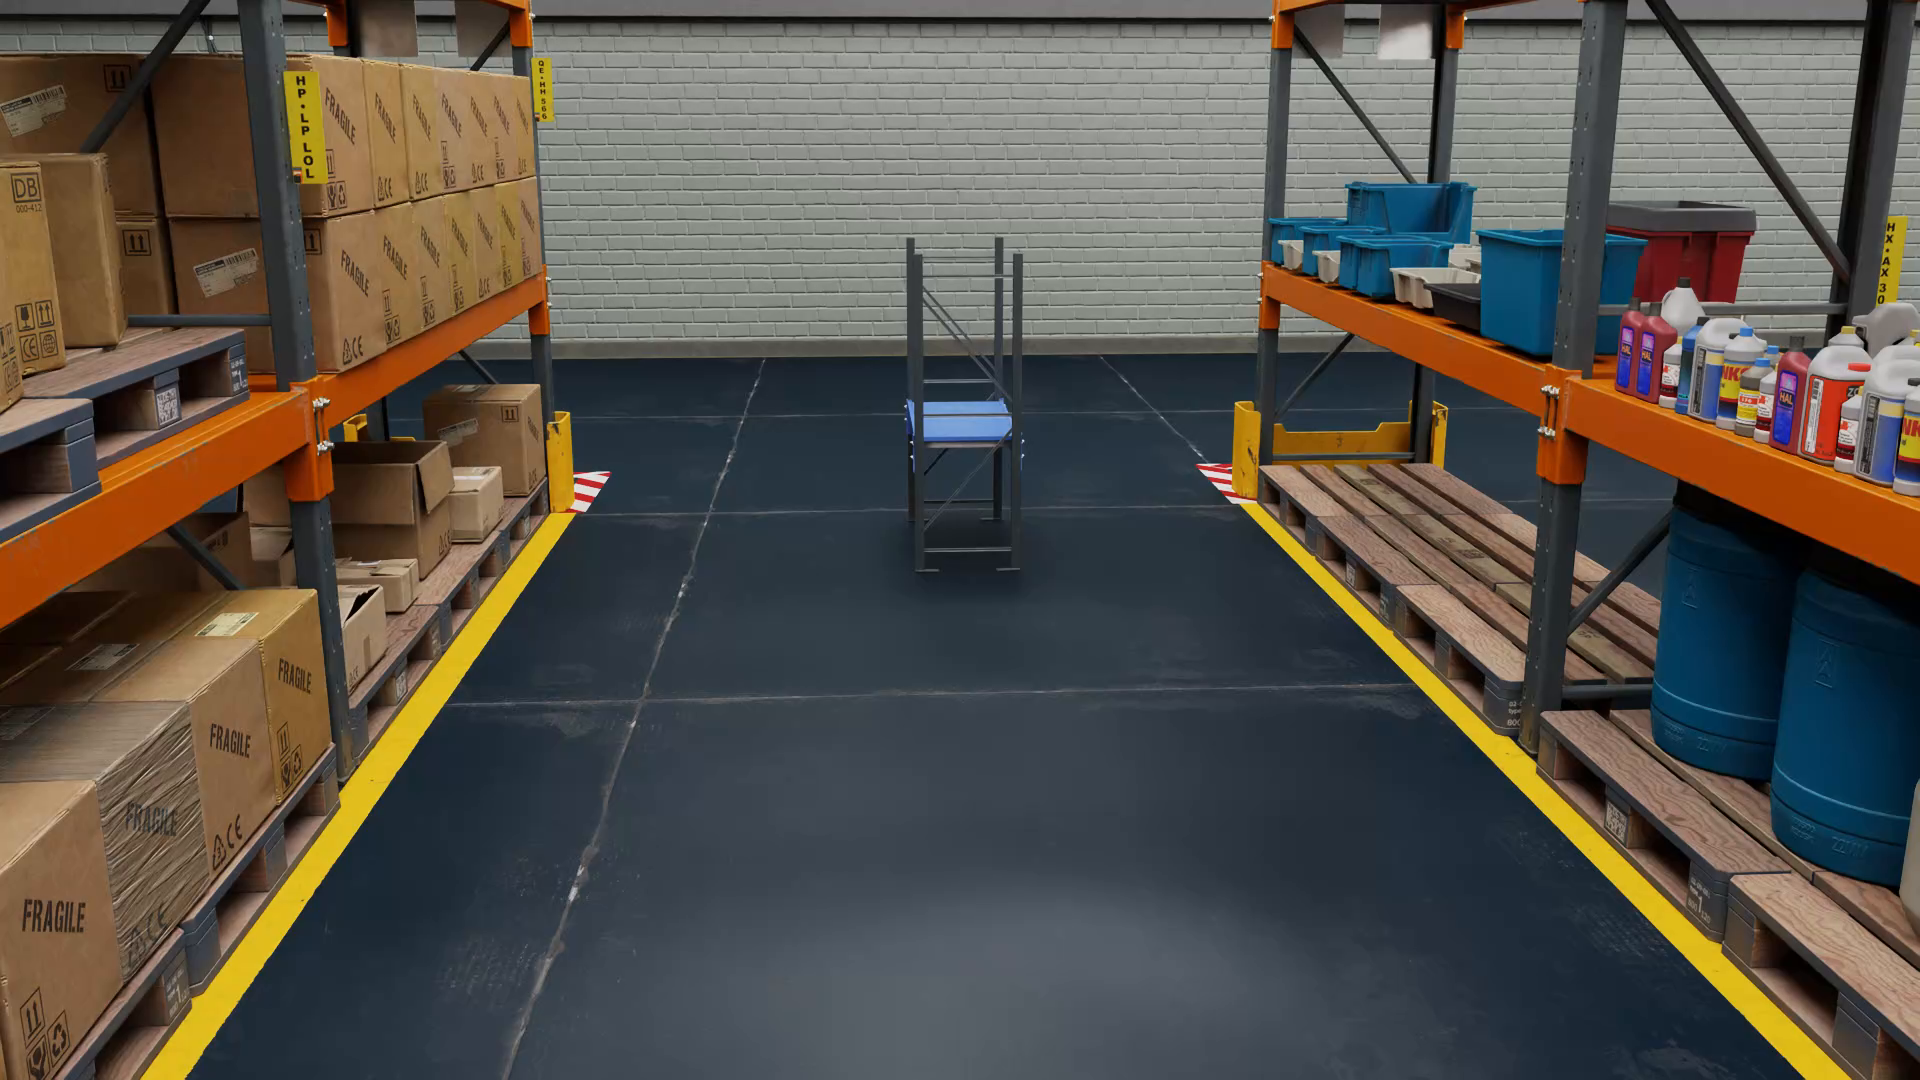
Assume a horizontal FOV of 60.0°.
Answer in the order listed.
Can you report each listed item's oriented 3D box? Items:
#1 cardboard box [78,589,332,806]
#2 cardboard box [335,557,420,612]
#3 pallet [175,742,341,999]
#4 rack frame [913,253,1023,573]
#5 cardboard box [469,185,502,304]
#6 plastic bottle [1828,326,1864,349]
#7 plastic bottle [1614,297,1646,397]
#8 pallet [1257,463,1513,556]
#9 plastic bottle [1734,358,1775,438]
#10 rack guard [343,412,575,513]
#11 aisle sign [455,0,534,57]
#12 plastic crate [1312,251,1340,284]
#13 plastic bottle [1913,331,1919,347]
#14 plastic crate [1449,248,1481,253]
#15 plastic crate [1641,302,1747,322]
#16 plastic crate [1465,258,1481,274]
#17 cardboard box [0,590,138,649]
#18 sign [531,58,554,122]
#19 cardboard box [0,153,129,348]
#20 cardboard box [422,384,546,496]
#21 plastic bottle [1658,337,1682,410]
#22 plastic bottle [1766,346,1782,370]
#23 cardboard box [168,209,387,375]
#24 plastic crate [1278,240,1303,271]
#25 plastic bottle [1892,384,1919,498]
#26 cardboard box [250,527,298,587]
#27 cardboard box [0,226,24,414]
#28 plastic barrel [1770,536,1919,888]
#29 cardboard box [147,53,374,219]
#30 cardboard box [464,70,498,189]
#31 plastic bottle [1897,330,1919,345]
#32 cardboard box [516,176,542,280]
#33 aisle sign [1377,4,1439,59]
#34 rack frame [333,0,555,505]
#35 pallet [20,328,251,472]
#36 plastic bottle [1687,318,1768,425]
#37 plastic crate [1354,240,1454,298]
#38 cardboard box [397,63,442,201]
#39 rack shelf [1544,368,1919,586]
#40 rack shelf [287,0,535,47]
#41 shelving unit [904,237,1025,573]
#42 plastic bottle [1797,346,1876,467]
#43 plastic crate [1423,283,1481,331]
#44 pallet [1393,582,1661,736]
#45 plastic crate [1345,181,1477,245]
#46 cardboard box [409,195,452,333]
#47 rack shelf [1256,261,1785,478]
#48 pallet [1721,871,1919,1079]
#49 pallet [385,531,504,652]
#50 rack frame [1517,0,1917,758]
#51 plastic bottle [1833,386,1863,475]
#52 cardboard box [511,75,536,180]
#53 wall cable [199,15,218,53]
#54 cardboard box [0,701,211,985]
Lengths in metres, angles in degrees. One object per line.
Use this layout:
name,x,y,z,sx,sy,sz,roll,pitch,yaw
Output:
cardboard box,-2.190,0.455,4.871,0.500,0.500,0.500,-1,14,-4
cardboard box,-2.381,0.176,6.627,0.380,0.166,0.250,-1,14,-3
pallet,-2.419,0.892,4.638,1.003,0.211,1.213,-1,14,-3
rack frame,0.037,-0.579,7.766,0.500,1.500,0.032,-1,14,-3
cardboard box,-2.394,-1.344,7.528,0.500,0.500,0.500,-1,14,-3
plastic bottle,2.661,-0.540,5.006,0.097,0.201,0.097,0,14,0
plastic bottle,2.034,-0.582,5.002,0.061,0.283,0.133,-1,14,-3
pallet,2.202,-0.175,8.782,1.003,0.211,1.213,-1,14,-3
plastic bottle,2.094,-0.374,4.361,0.097,0.201,0.097,0,14,0
rack guard,-2.750,-0.426,9.179,1.175,0.500,0.348,-1,14,-3
aisle sign,-2.453,-2.936,8.701,0.394,0.787,0.004,-1,14,-3
plastic crate,1.855,-1.316,8.030,0.250,0.136,0.298,-1,14,-3
plastic bottle,2.677,-0.487,4.496,0.144,0.351,0.185,-1,14,-3
plastic crate,2.424,-1.360,8.201,0.396,0.136,0.243,-1,14,-3
plastic crate,2.551,-0.755,5.852,0.396,0.136,0.243,-1,14,-3
plastic crate,2.503,-1.218,7.648,0.298,0.136,0.250,-1,14,-3
cardboard box,-2.720,0.461,4.849,0.500,0.500,0.500,-2,15,-6
sign,-2.200,-2.373,8.771,0.100,0.325,0.005,-1,14,-3
cardboard box,-2.701,-0.791,4.538,0.700,0.500,0.500,-6,16,-22
cardboard box,-2.475,-0.527,8.686,0.500,0.500,0.500,-1,14,-3
plastic bottle,2.068,-0.481,4.773,0.097,0.201,0.097,0,14,0
plastic bottle,2.232,-0.435,4.594,0.097,0.201,0.097,0,14,0
cardboard box,-2.267,-0.840,5.571,0.500,0.500,0.500,-1,14,-2
plastic crate,1.813,-1.485,8.686,0.250,0.136,0.298,-1,14,-3
plastic bottle,2.137,-0.236,3.681,0.097,0.271,0.097,0,14,0
cardboard box,-2.872,0.105,6.613,0.500,0.311,0.500,-1,14,-3
cardboard box,-2.336,-0.474,3.305,0.700,0.500,0.500,-5,15,-18
plastic barrel,2.498,0.388,4.366,0.600,0.901,0.708,-1,14,-3
cardboard box,-2.255,-1.315,5.410,0.500,0.500,0.500,-1,14,-2
cardboard box,-2.384,-1.827,7.401,0.500,0.500,0.500,0,14,-2
plastic bottle,2.819,-0.519,4.921,0.097,0.201,0.097,0,14,0
cardboard box,-2.455,-1.597,8.512,0.500,0.500,0.500,0,14,-2
aisle sign,2.477,-3.012,8.997,0.394,0.787,0.004,-1,14,-3
rack frame,-2.755,-1.655,8.941,1.000,3.000,0.127,-1,14,-3
pallet,-2.566,-0.367,4.319,1.003,0.211,1.213,-1,14,-3
plastic bottle,2.108,-0.464,4.559,0.152,0.276,0.135,-1,14,-3
plastic crate,1.976,-1.210,7.426,0.416,0.233,0.300,-1,14,-3
cardboard box,-2.319,-1.571,6.405,0.500,0.500,0.500,-1,14,-5
rack shelf,2.561,0.110,3.524,1.077,0.370,4.000,-1,14,-3
rack shelf,-2.631,-2.262,6.723,1.077,0.370,4.000,-1,14,-3
shelving unit,0.005,-0.705,8.257,0.538,1.500,1.048,-1,14,-3
plastic bottle,2.143,-0.325,4.018,0.152,0.276,0.135,-1,14,-3
plastic crate,2.100,-0.906,6.460,0.437,0.125,0.590,-1,14,-3
pallet,2.353,0.432,6.424,1.003,0.211,1.213,-1,14,-3
plastic crate,2.396,-1.697,8.910,0.616,0.435,0.499,-1,14,-3
cardboard box,-2.330,-1.092,6.549,0.500,0.500,0.500,-1,14,-4
rack shelf,2.313,-0.885,7.391,1.077,0.370,4.000,-1,14,-3
pallet,2.522,1.111,3.785,1.003,0.211,1.213,-1,14,-3
pallet,-2.627,0.215,7.268,1.003,0.211,1.213,-1,14,-3
rack frame,2.437,-0.736,5.368,1.000,3.000,0.127,-1,14,-3
plastic bottle,2.123,-0.259,3.914,0.097,0.201,0.097,0,14,0
cardboard box,-2.453,-2.082,8.390,0.500,0.500,0.500,-1,14,-4
wall cable,-7.692,-4.392,13.768,3.097,2.526,0.112,-1,14,-3
cardboard box,-2.137,0.703,3.908,0.500,0.500,0.500,-1,14,-3
